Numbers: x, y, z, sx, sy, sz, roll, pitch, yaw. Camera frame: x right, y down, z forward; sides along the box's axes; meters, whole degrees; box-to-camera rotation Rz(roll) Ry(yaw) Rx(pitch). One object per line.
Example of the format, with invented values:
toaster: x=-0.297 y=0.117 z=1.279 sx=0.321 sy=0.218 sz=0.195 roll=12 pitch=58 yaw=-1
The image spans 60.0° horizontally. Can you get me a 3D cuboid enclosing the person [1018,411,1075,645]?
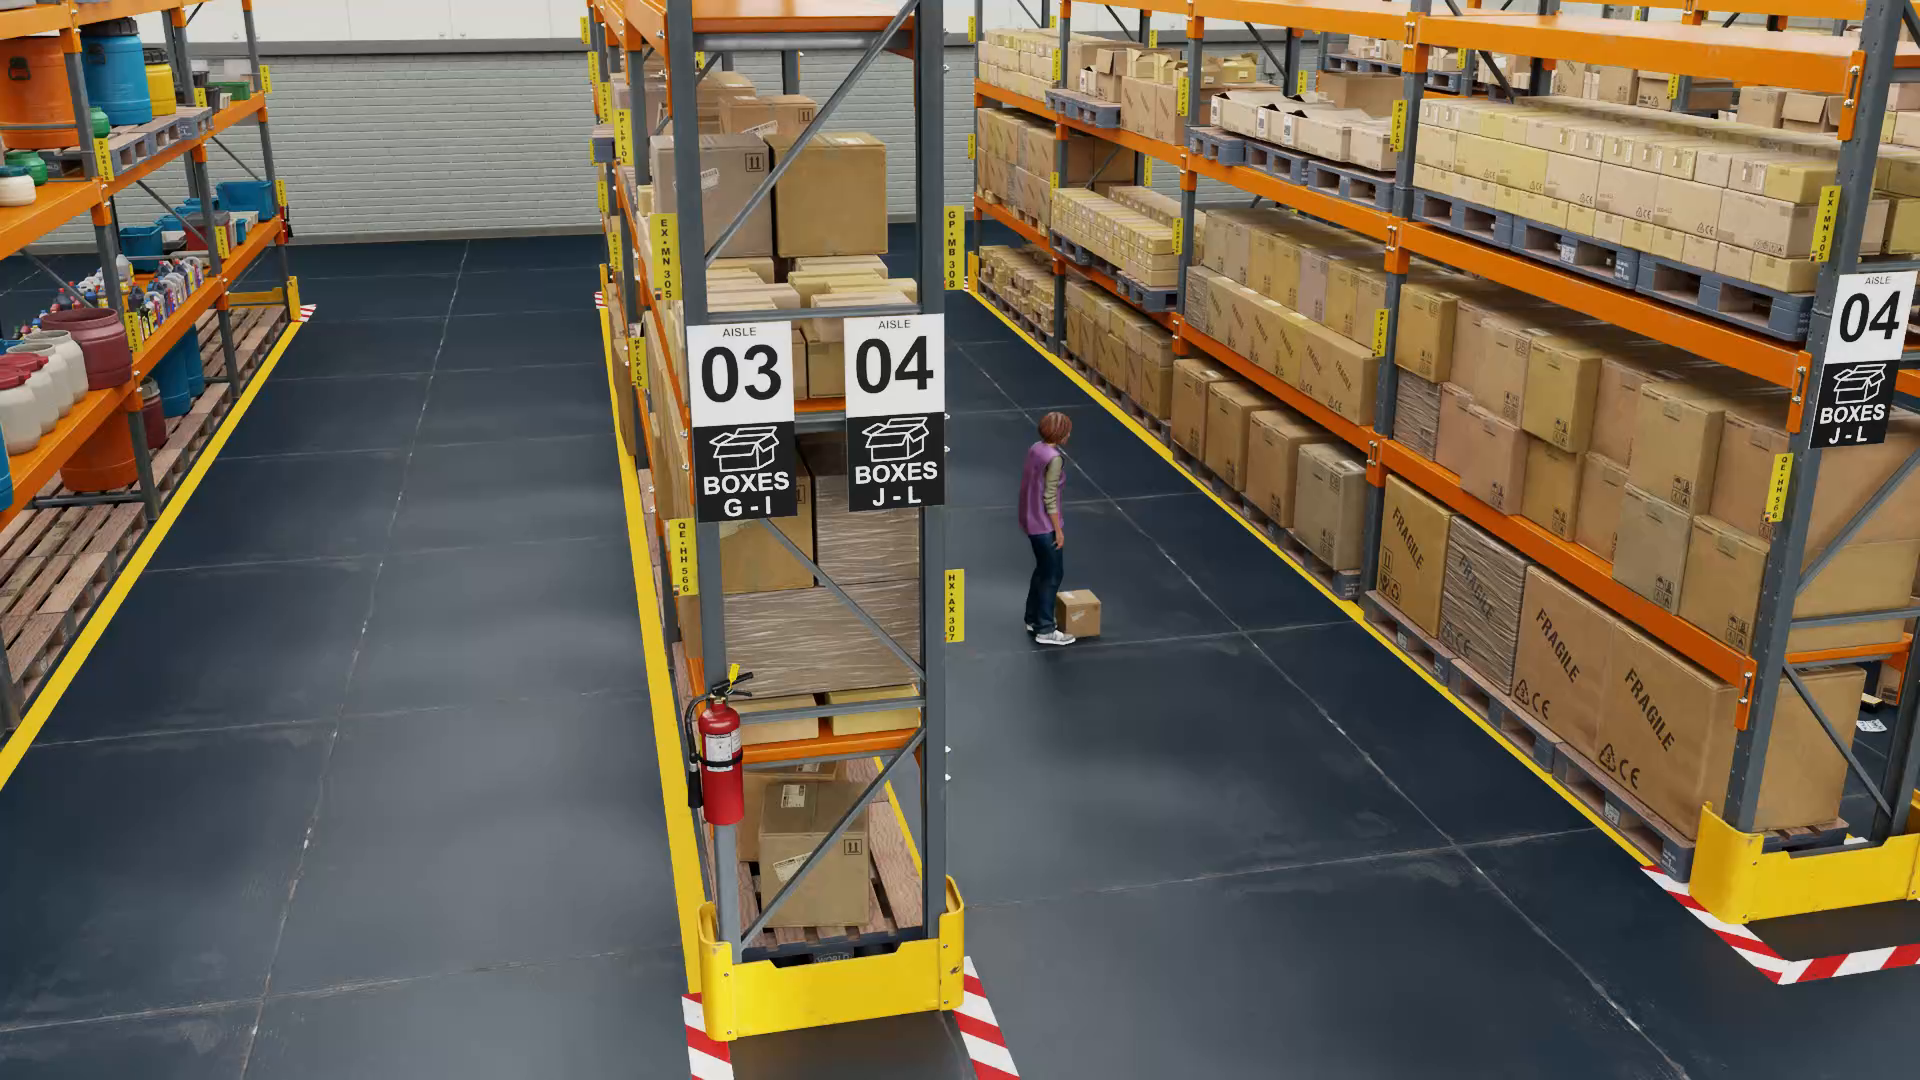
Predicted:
person: x=0.585 y=-0.092 z=11.343 sx=0.348 sy=1.592 sz=0.475 roll=-6 pitch=21 yaw=-15
